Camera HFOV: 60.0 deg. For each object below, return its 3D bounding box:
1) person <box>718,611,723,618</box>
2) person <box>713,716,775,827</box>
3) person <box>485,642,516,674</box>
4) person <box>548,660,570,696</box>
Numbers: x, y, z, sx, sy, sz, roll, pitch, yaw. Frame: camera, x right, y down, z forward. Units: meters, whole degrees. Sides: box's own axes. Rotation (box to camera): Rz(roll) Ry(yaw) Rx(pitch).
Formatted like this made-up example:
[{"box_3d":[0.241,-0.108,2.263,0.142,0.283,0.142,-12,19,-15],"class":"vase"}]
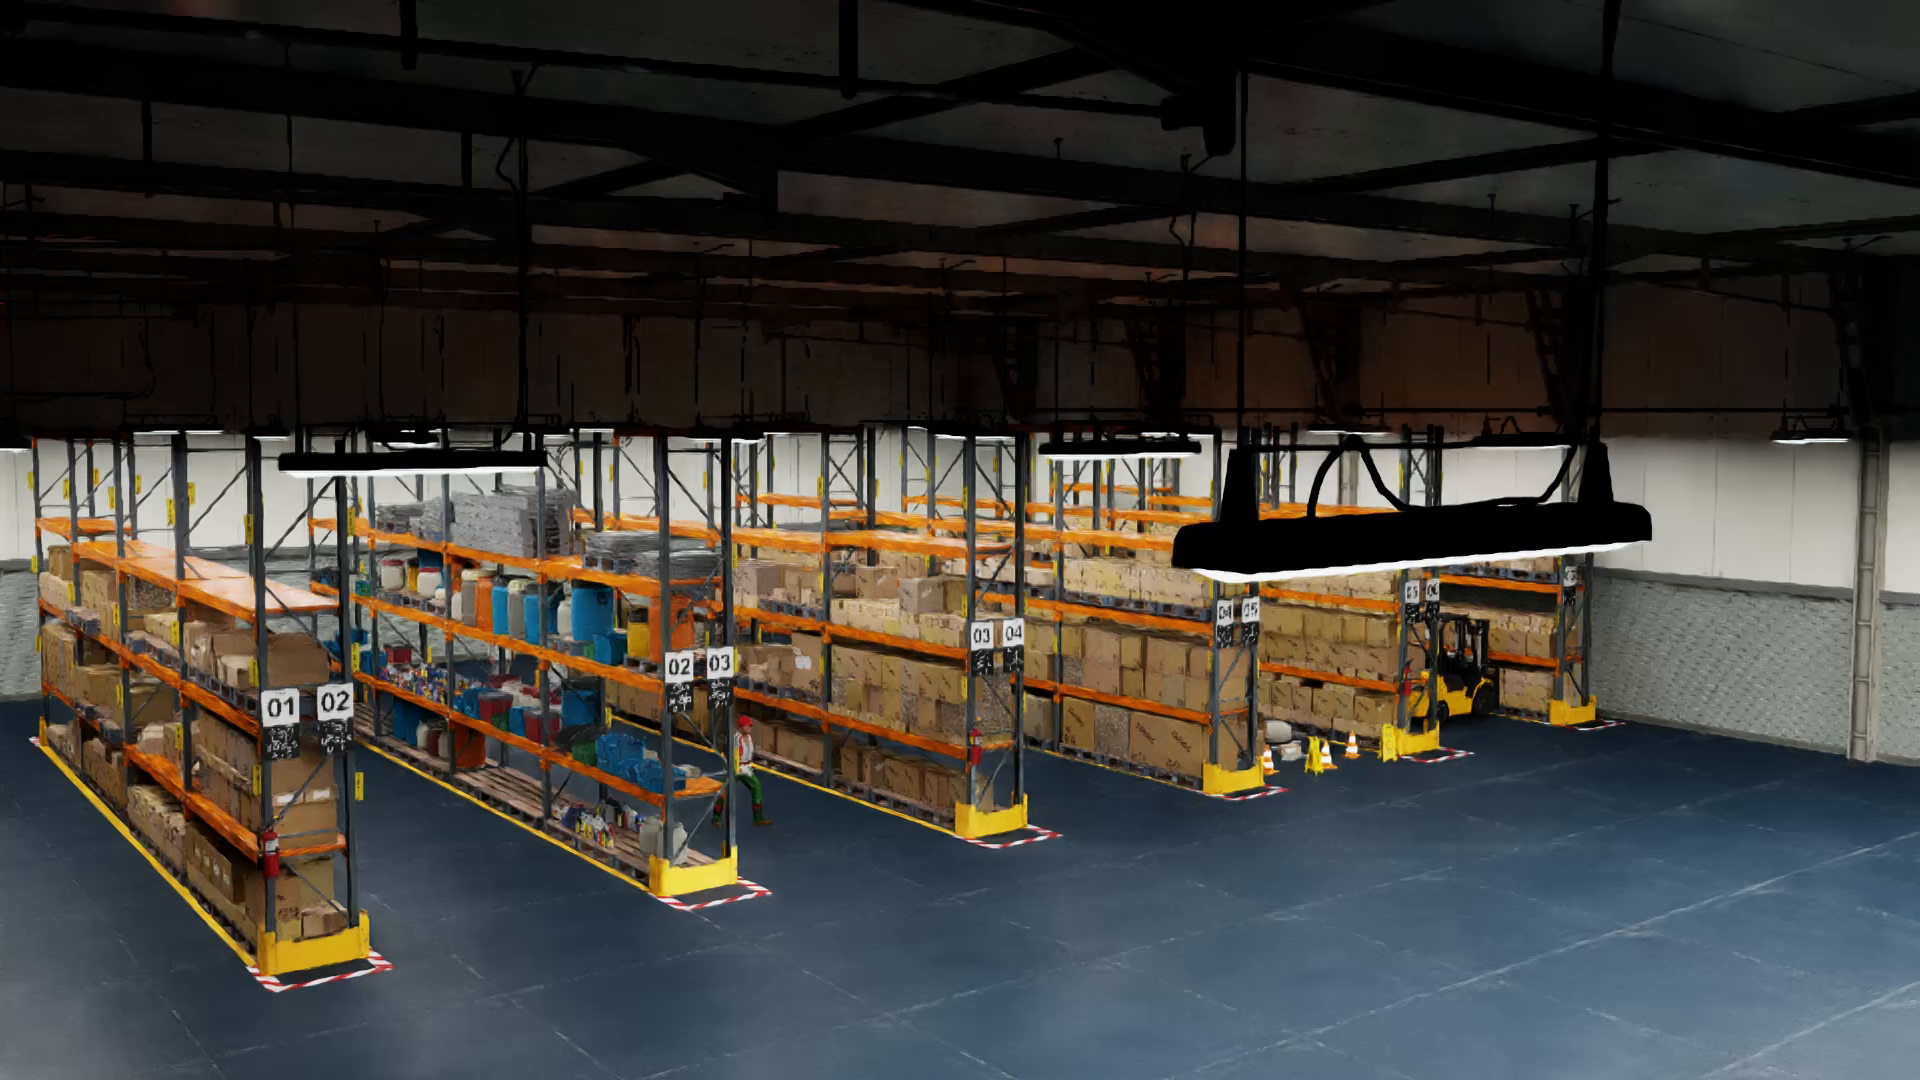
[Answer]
[{"box_3d":[-5.549,2.463,38.532,0.685,1.705,0.550,-4,6,-39],"class":"person"},{"box_3d":[-3.316,3.488,25.136,0.848,1.713,0.682,3,6,36],"class":"person"},{"box_3d":[-10.112,2.604,36.666,0.680,1.720,0.588,-4,6,-38],"class":"person"},{"box_3d":[-8.093,2.840,33.538,0.564,1.709,1.136,-3,5,-34],"class":"person"}]
